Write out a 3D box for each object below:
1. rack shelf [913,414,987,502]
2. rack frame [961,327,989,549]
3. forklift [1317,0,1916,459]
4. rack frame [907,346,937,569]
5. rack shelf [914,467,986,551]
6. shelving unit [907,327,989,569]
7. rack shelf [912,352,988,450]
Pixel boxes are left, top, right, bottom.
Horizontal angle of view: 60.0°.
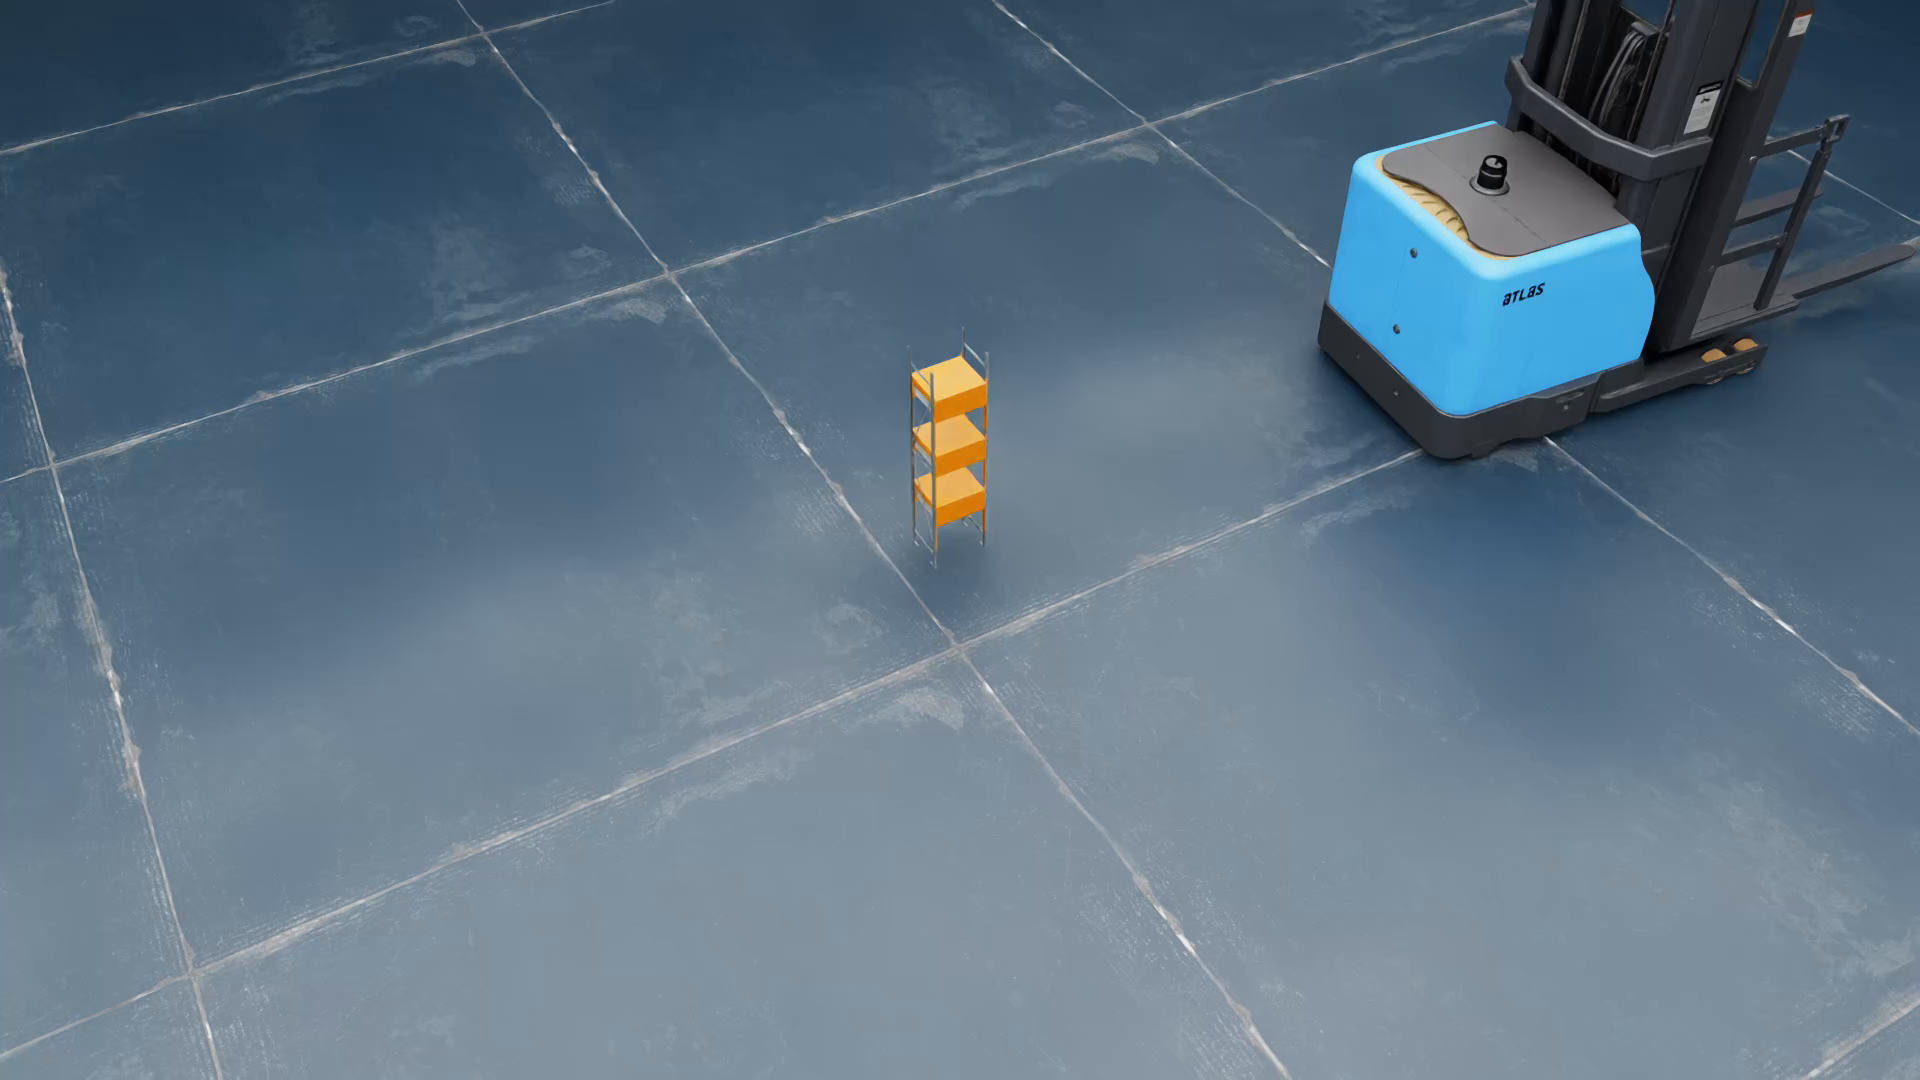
[{"bbox_3d":[-0.046,-0.351,6.802,0.240,0.259,0.215,-22,48,-21],"label":"rack shelf"},{"bbox_3d":[0.059,-0.401,6.838,0.008,1.050,0.200,-22,48,-21],"label":"rack frame"},{"bbox_3d":[3.295,-2.113,7.252,3.031,2.935,1.130,-18,47,-18],"label":"forklift"},{"bbox_3d":[-0.152,-0.316,6.751,0.008,1.050,0.200,-22,48,-21],"label":"rack frame"},{"bbox_3d":[-0.046,-0.151,6.996,0.240,0.259,0.215,-22,48,-21],"label":"rack shelf"},{"bbox_3d":[-0.046,-0.358,6.795,0.252,1.050,0.215,-22,48,-21],"label":"shelving unit"},{"bbox_3d":[-0.046,-0.554,6.604,0.240,0.259,0.215,-22,48,-21],"label":"rack shelf"}]
